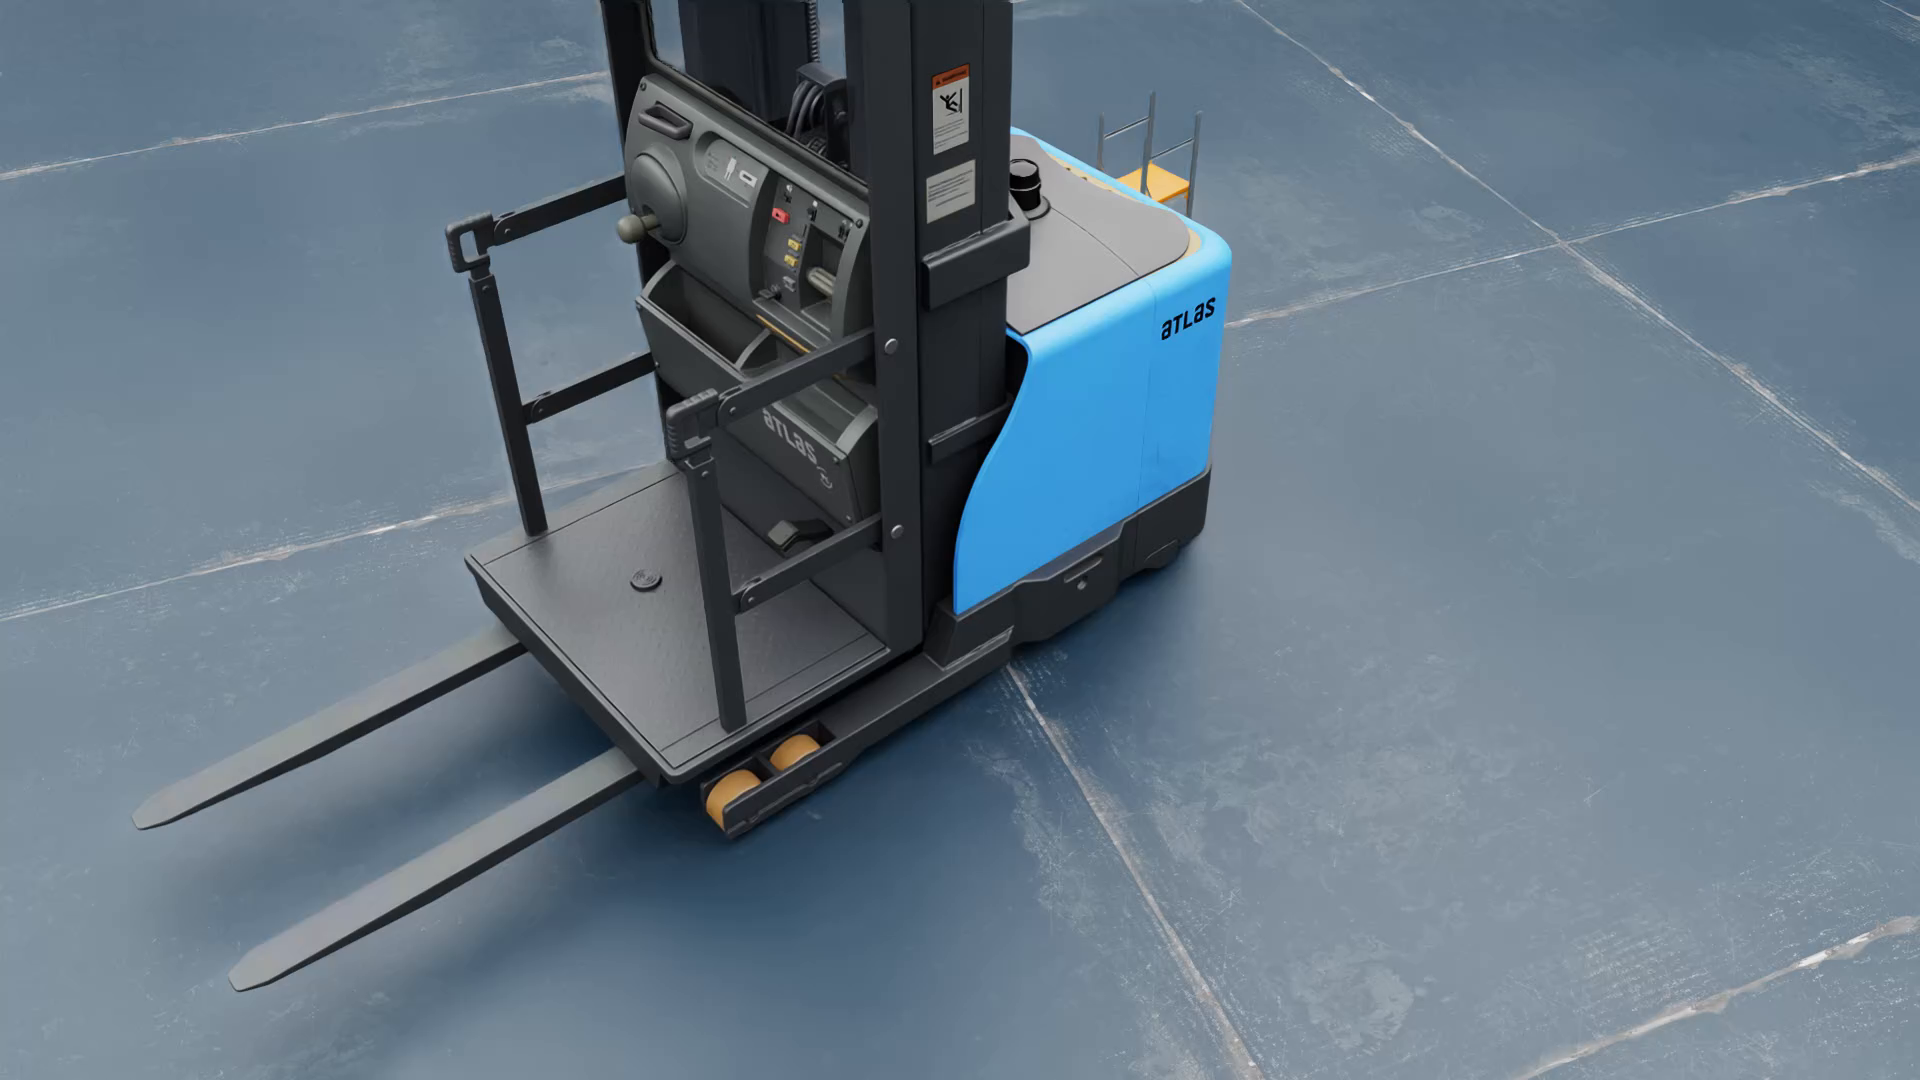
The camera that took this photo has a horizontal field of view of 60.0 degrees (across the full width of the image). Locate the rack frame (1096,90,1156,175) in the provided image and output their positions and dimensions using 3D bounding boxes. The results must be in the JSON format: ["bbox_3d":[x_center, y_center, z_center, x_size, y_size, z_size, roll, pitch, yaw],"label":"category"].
[{"bbox_3d":[0.496,-0.839,5.305,0.240,1.200,0.006,-30,49,-30],"label":"rack frame"}]

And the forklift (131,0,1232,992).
[{"bbox_3d":[-0.684,-0.733,3.854,3.031,2.935,1.130,-29,48,-29],"label":"forklift"}]

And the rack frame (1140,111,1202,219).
[{"bbox_3d":[0.618,-0.750,5.202,0.240,1.200,0.006,-30,49,-30],"label":"rack frame"}]

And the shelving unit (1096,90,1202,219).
[{"bbox_3d":[0.557,-0.794,5.253,0.258,1.200,0.189,-30,49,-30],"label":"shelving unit"}]

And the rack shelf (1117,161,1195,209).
[{"bbox_3d":[0.557,-1.034,5.048,0.258,0.103,0.180,-30,49,-30],"label":"rack shelf"}]
